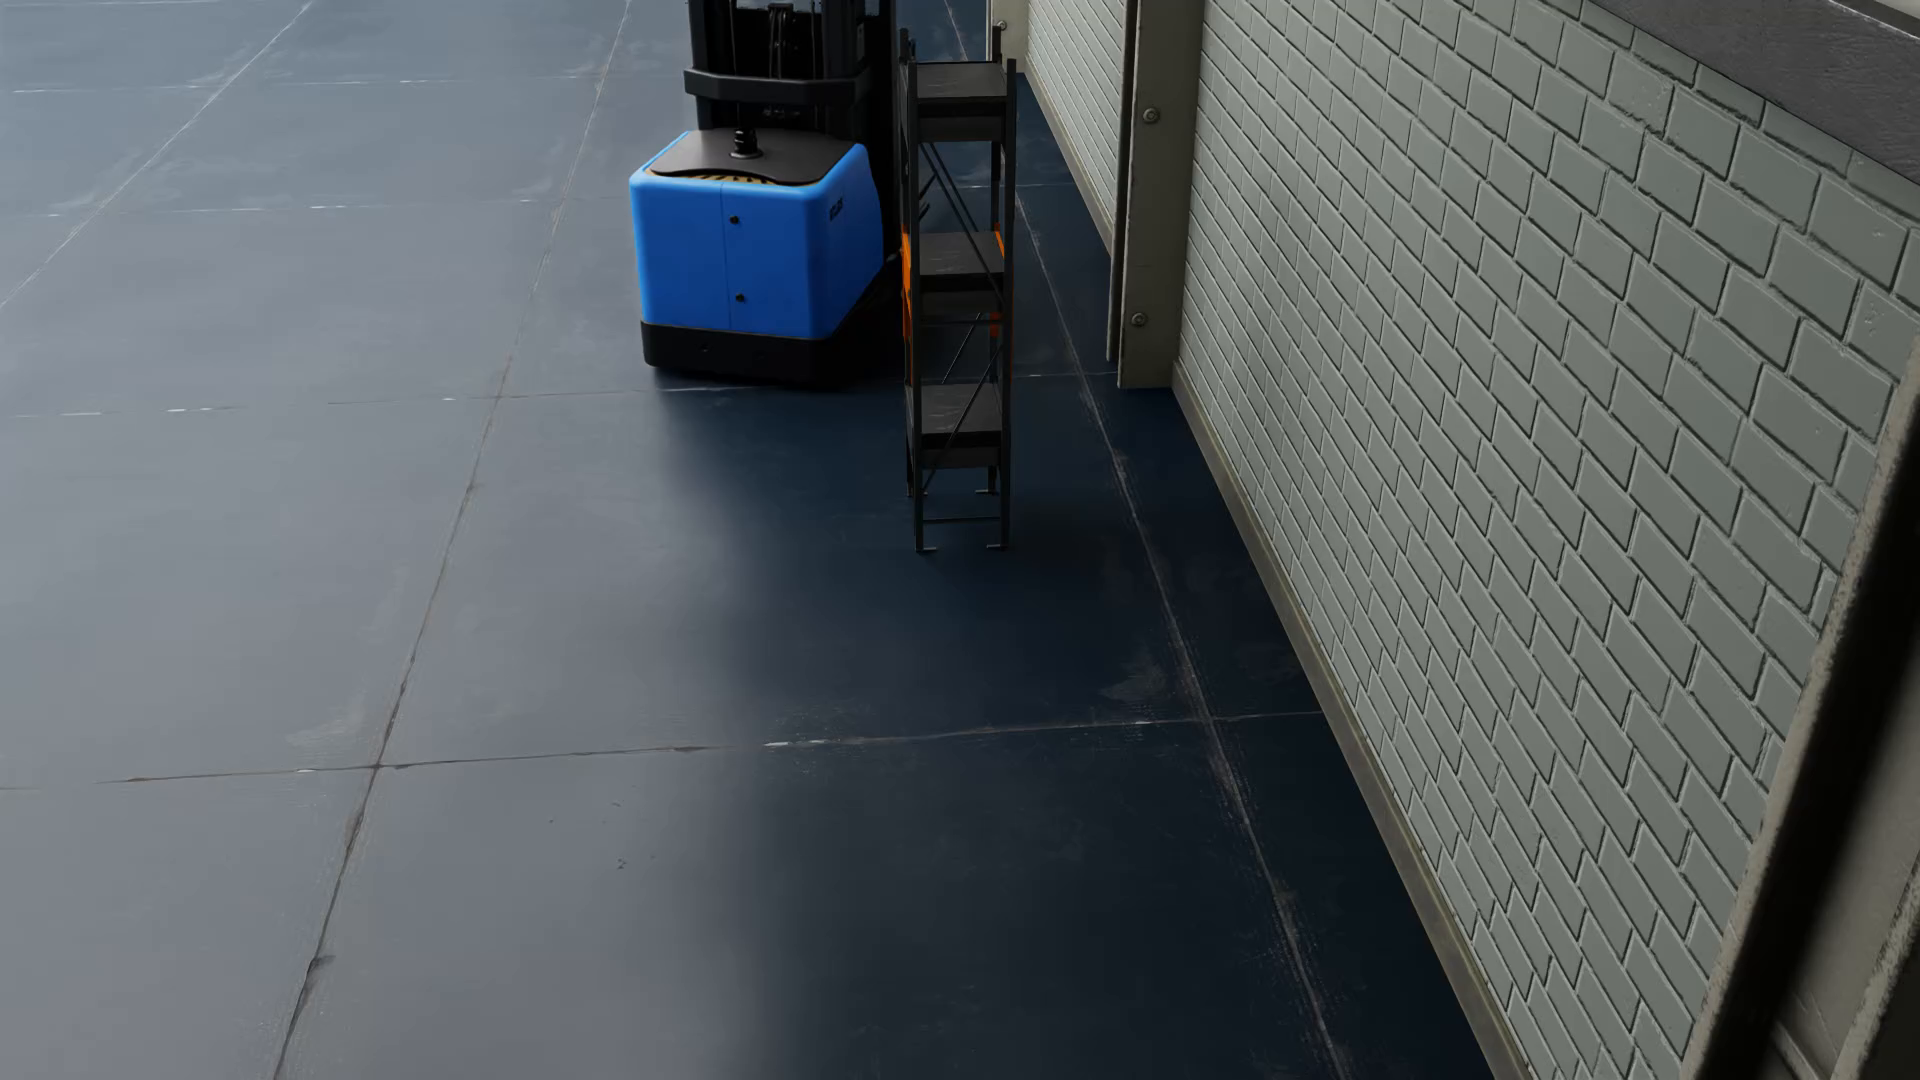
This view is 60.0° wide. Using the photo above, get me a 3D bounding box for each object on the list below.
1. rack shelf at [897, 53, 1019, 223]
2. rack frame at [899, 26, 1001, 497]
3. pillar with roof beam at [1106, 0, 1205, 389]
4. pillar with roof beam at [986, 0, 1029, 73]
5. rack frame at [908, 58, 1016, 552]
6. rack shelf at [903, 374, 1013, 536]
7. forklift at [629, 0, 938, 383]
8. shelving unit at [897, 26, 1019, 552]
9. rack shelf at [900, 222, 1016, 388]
[{"bbox_3d":[-0.015,-1.575,6.501,0.431,0.518,0.480,-3,31,-5],"label":"rack shelf"},{"bbox_3d":[-0.038,-1.111,7.062,0.400,2.100,0.015,-3,31,-5],"label":"rack frame"},{"bbox_3d":[-3.332,-4.543,6.081,9.100,9.000,0.400,-3,31,-5],"label":"pillar with roof beam"},{"bbox_3d":[-3.893,-7.607,11.210,9.100,9.000,0.400,-3,31,-5],"label":"pillar with roof beam"},{"bbox_3d":[0.007,-0.861,6.644,0.400,2.100,0.015,-3,31,-5],"label":"rack frame"},{"bbox_3d":[-0.015,-0.373,7.219,0.431,0.518,0.480,-3,31,-5],"label":"rack shelf"},{"bbox_3d":[-0.817,-2.799,9.078,1.130,2.935,3.031,7,32,11],"label":"forklift"},{"bbox_3d":[-0.015,-0.986,6.853,0.431,2.100,0.503,-3,31,-5],"label":"shelving unit"},{"bbox_3d":[-0.015,-0.974,6.860,0.431,0.518,0.480,-3,31,-5],"label":"rack shelf"}]
